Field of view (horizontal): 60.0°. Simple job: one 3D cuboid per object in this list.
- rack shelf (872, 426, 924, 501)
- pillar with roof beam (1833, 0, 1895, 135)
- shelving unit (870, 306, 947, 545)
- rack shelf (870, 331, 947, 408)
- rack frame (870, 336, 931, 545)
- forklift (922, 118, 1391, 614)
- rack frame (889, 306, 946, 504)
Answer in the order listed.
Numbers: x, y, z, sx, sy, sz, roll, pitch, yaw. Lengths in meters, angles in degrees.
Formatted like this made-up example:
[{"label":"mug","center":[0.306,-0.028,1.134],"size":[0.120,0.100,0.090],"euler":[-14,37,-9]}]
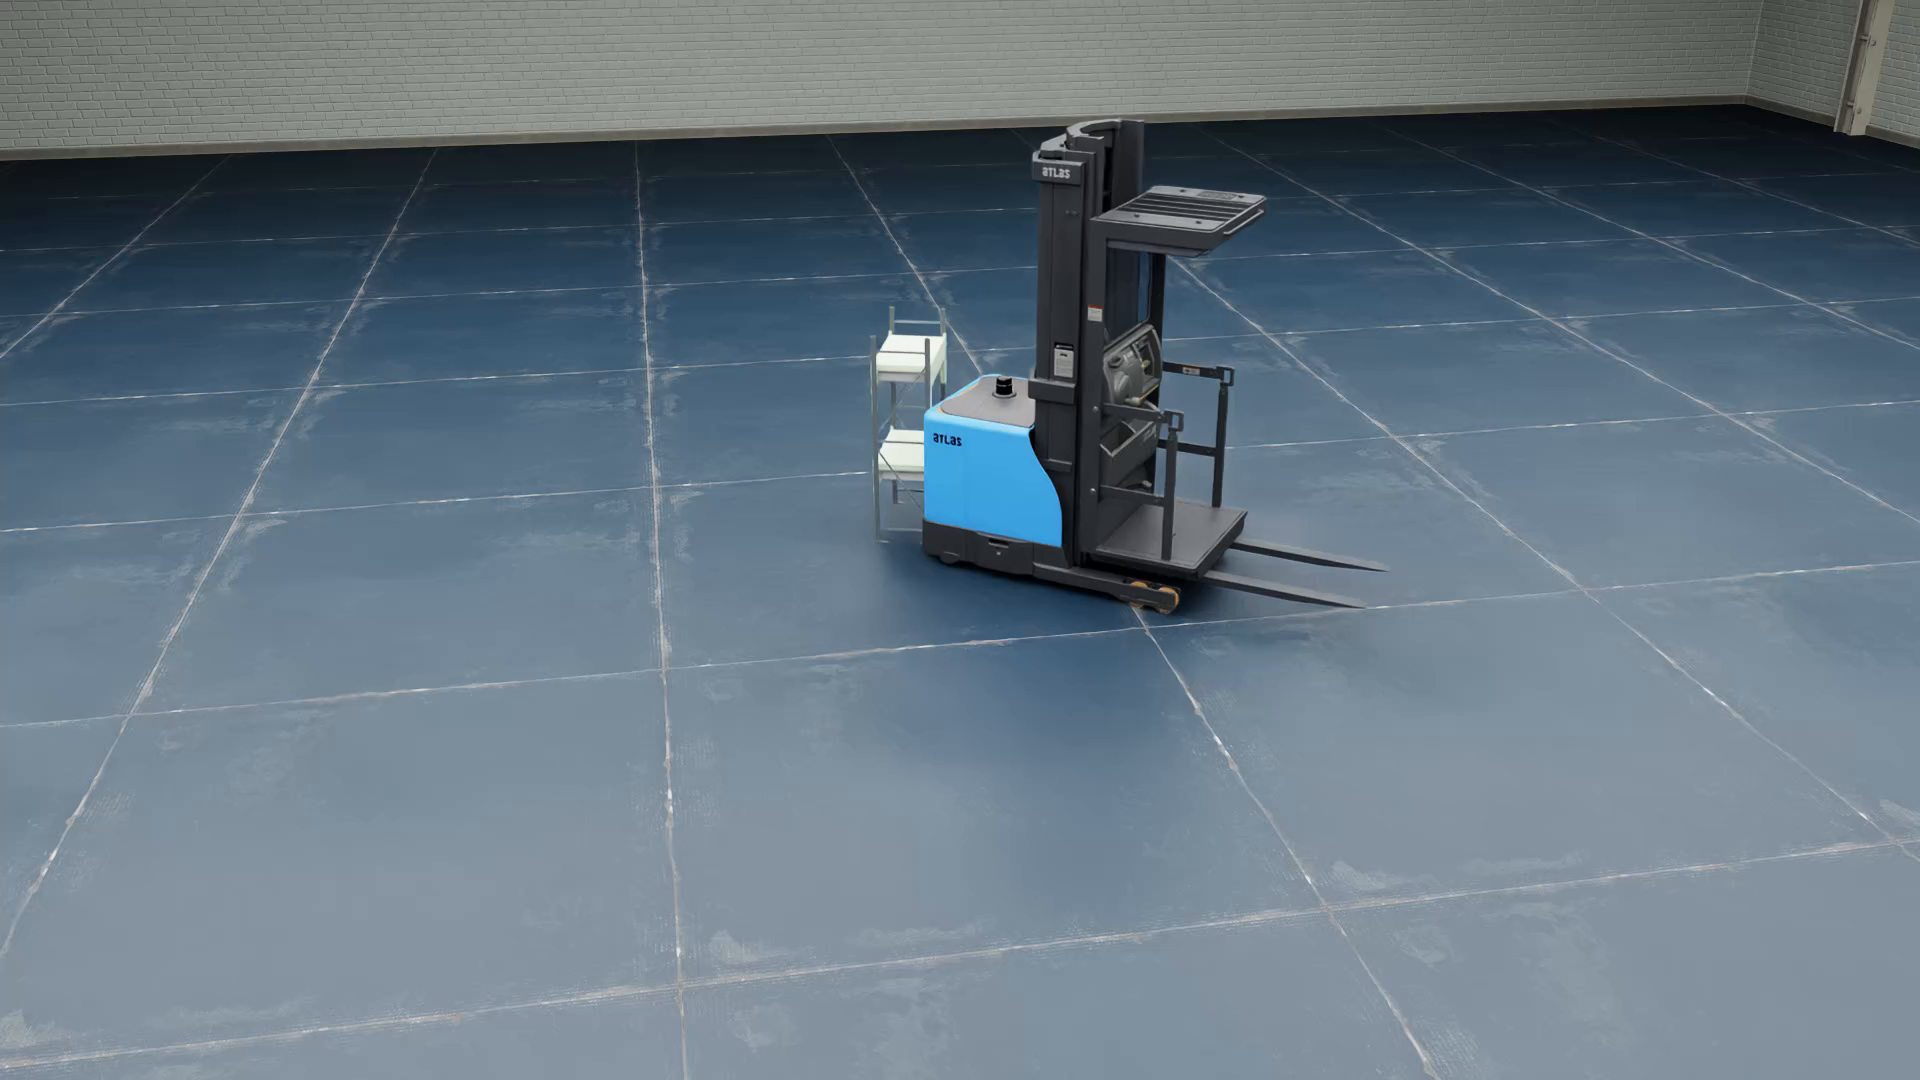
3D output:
[{"label":"rack shelf","center":[-0.351,-0.513,11.864],"size":[0.431,0.370,0.720],"euler":[3,24,7]},{"label":"pillar with roof beam","center":[10.072,-10.350,24.204],"size":[9.100,9.000,0.400],"euler":[-4,24,-10]},{"label":"shelving unit","center":[-0.351,-0.811,11.734],"size":[0.431,1.500,0.755],"euler":[3,24,7]},{"label":"rack shelf","center":[-0.351,-1.169,11.578],"size":[0.431,0.370,0.720],"euler":[3,24,7]},{"label":"rack frame","center":[-0.399,-0.666,11.401],"size":[0.400,1.500,0.023],"euler":[3,24,7]},{"label":"forklift","center":[1.294,-1.114,10.639],"size":[3.031,2.935,1.130],"euler":[11,26,24]},{"label":"rack frame","center":[-0.302,-0.957,12.066],"size":[0.400,1.500,0.023],"euler":[3,24,7]}]
